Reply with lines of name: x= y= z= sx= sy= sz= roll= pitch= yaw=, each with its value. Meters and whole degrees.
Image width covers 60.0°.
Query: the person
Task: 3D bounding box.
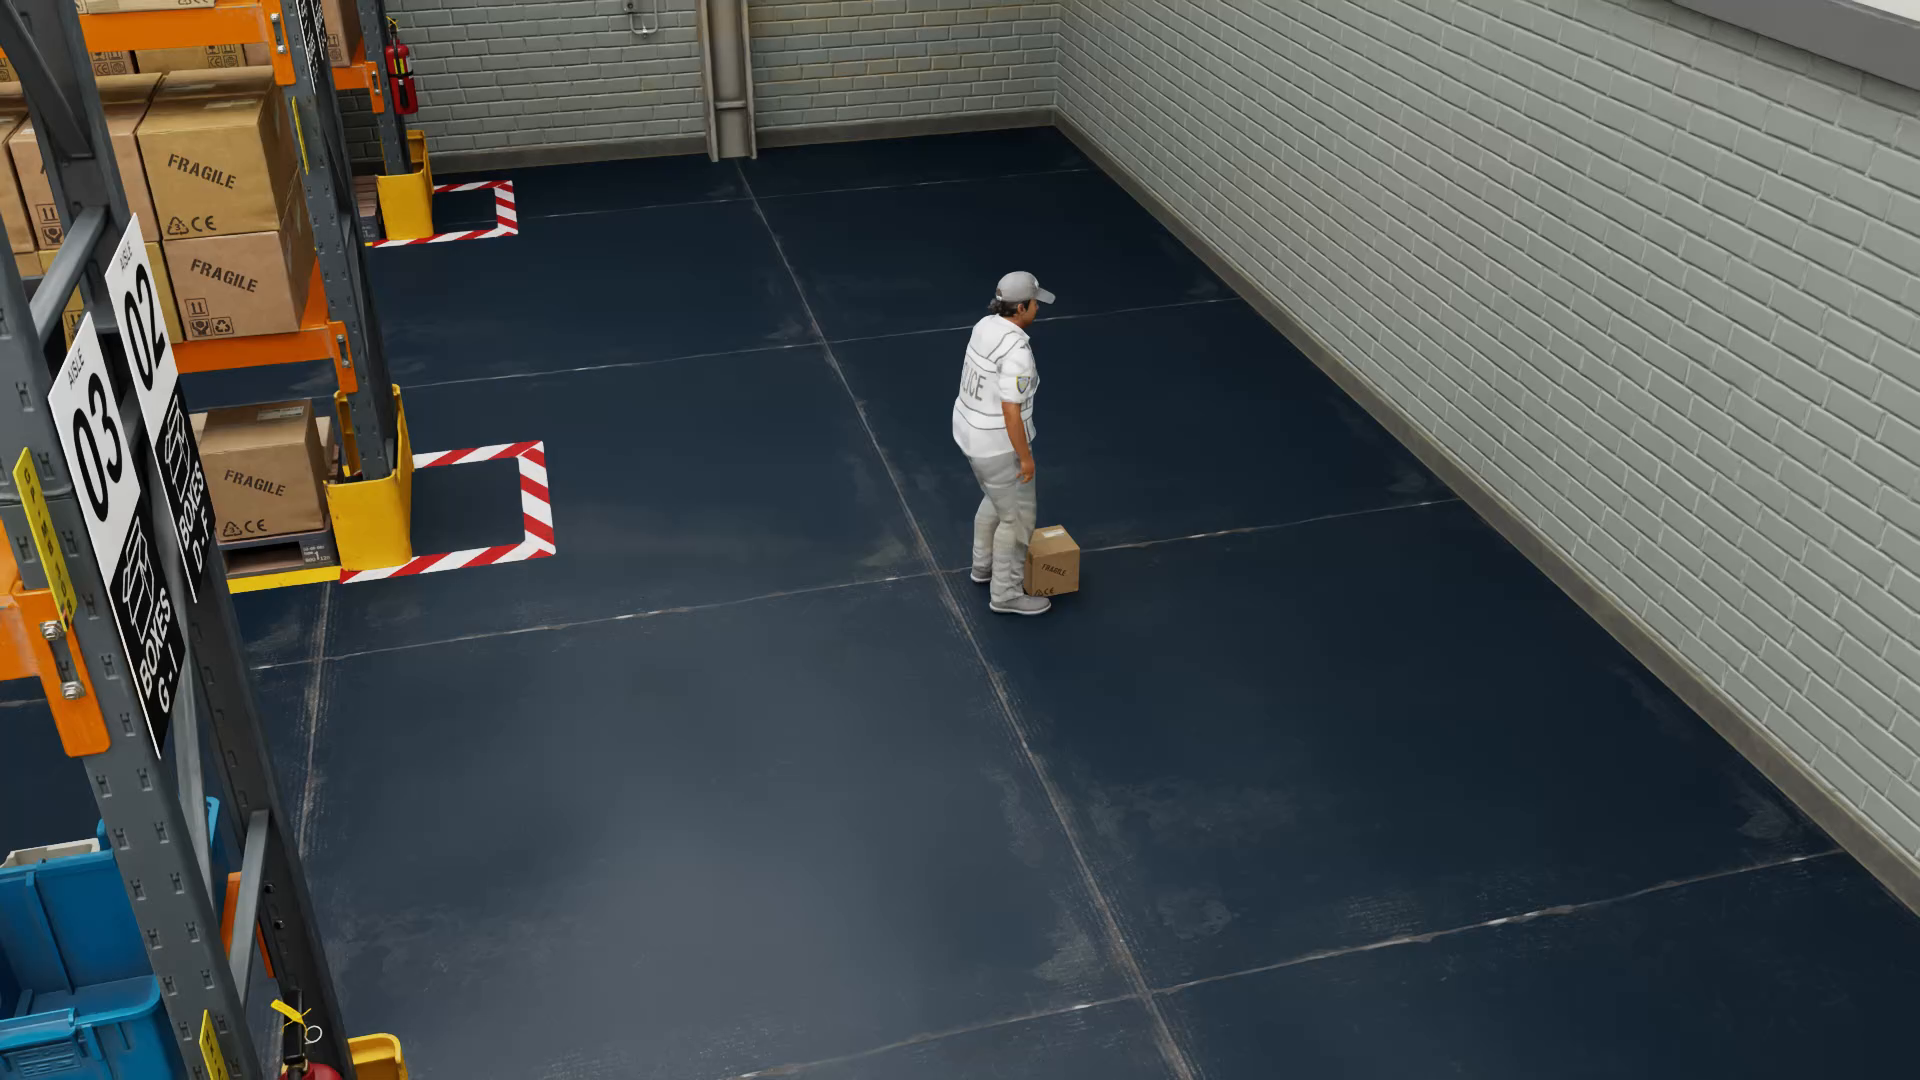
person: x=0.225 y=-0.470 z=7.924 sx=0.470 sy=1.665 sz=0.560 roll=-10 pitch=32 yaw=-16
